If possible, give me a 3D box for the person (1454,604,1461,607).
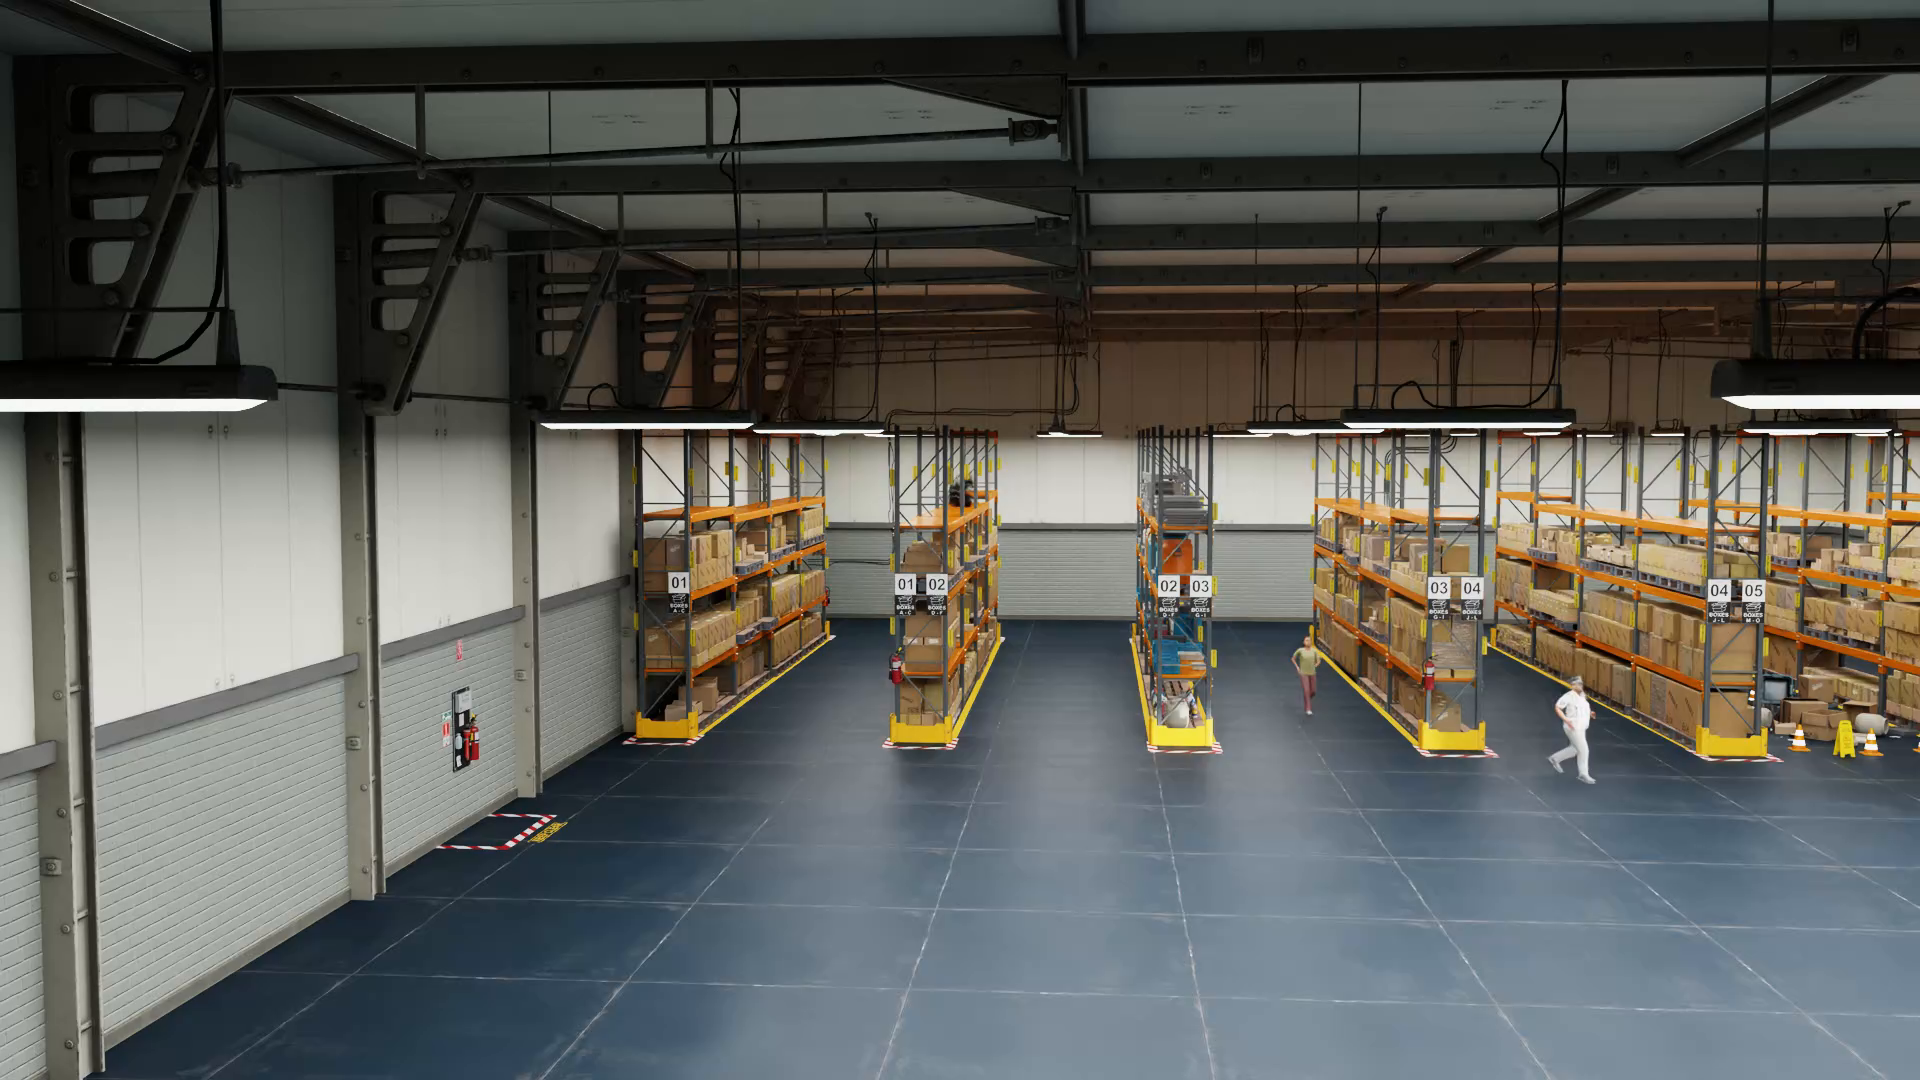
[{"bbox_3d":[13.588,2.156,46.250,0.567,1.559,0.614,-3,5,-43],"label":"person"}]

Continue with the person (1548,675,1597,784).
[{"bbox_3d":[10.353,3.165,28.014,0.651,1.785,0.856,-3,5,-44],"label":"person"}]

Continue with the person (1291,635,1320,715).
[{"bbox_3d":[7.258,2.810,34.823,0.589,1.635,0.802,0,3,-3],"label":"person"}]
